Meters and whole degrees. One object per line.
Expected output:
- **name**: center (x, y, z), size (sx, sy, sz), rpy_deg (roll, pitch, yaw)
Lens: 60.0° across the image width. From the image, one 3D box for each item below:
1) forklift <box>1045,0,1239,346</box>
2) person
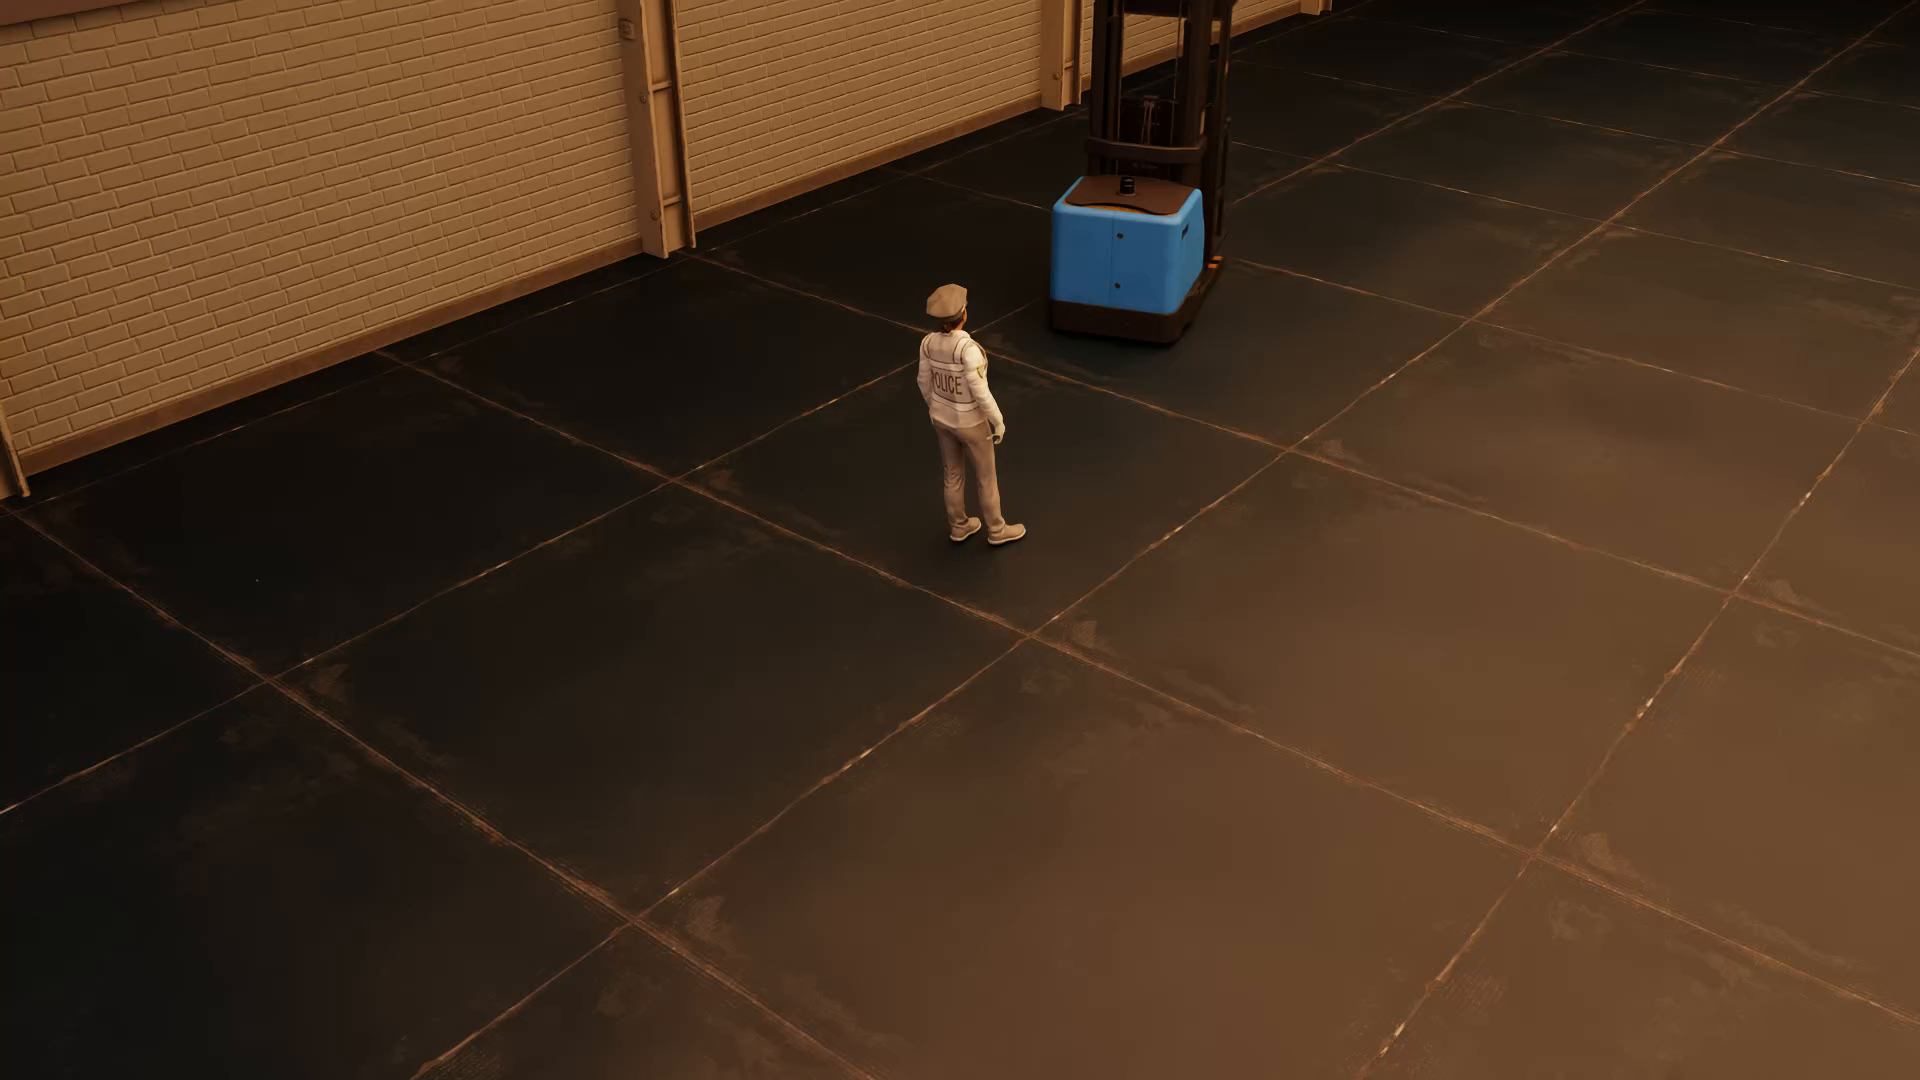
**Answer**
- **forklift**: center (1.651, -3.508, 13.599), size (1.130, 2.935, 3.031), rpy_deg (10, 32, 17)
- **person**: center (0.049, -0.763, 10.111), size (0.586, 1.694, 0.530), rpy_deg (22, 37, 33)
